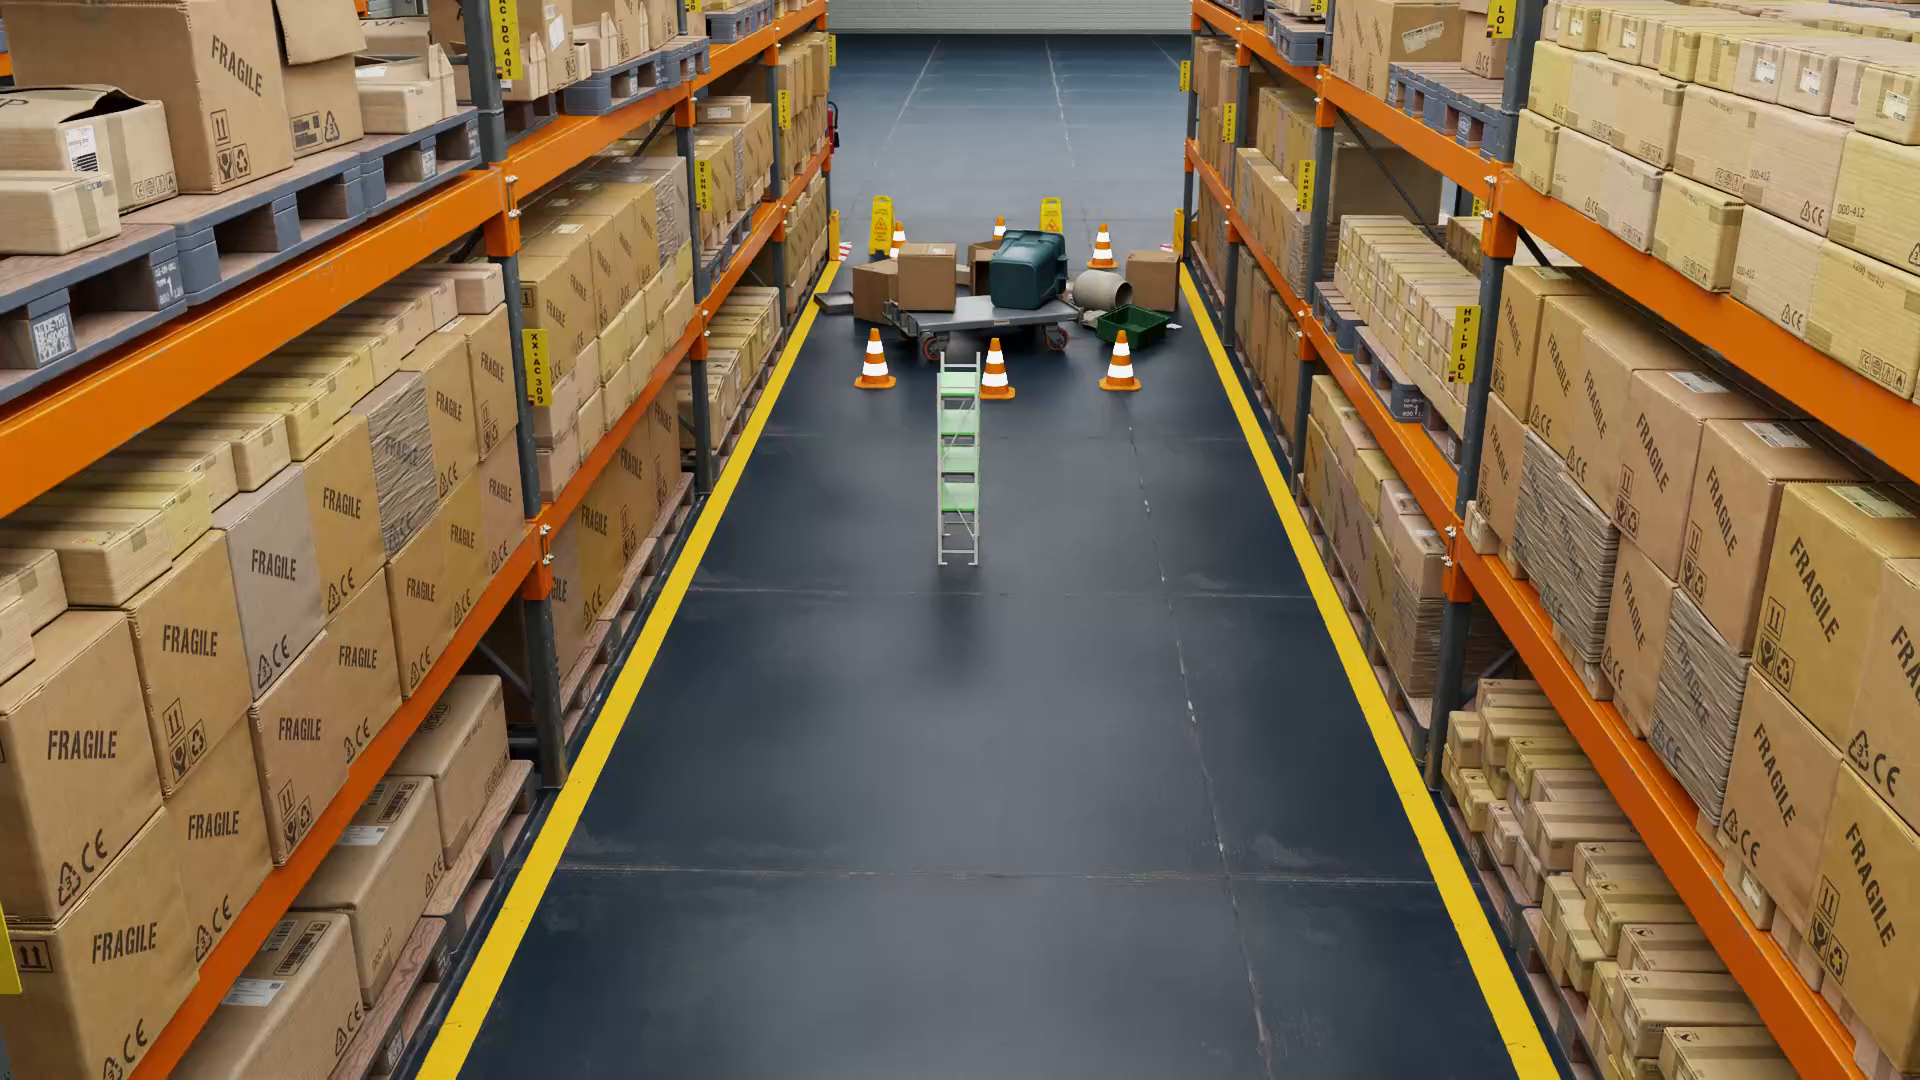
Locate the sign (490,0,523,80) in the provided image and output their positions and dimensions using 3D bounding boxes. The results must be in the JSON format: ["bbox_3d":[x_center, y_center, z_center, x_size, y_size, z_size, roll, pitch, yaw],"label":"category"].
[{"bbox_3d":[-1.759,-1.952,6.443,0.100,0.325,0.005,1,21,2],"label":"sign"}]

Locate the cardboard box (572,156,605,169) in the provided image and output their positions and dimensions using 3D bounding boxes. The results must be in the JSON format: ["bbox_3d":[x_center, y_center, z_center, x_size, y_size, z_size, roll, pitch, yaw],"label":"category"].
[{"bbox_3d":[-2.452,-2.065,10.183,0.500,0.500,0.500,0,21,0],"label":"cardboard box"}]

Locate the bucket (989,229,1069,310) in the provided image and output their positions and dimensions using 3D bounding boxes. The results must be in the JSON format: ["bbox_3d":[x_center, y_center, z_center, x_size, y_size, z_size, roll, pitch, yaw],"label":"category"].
[{"bbox_3d":[0.580,-2.413,15.026,0.726,0.611,0.620,8,33,20],"label":"bucket"}]

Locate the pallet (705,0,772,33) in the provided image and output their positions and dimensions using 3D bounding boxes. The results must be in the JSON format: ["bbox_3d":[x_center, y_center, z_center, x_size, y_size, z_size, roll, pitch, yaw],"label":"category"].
[{"bbox_3d":[-2.196,-4.263,13.482,1.213,0.211,1.003,1,21,2],"label":"pallet"}]

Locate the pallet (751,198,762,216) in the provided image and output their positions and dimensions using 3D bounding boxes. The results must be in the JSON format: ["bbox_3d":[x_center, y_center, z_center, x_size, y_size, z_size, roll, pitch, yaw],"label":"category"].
[{"bbox_3d":[-2.239,-2.810,13.889,1.003,0.211,1.213,1,21,2],"label":"pallet"}]

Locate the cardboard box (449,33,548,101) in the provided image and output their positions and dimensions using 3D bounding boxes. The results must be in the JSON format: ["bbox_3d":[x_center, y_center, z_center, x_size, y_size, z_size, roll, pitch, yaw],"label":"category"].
[{"bbox_3d":[-1.949,-1.990,6.970,0.396,0.266,0.258,0,21,1],"label":"cardboard box"}]

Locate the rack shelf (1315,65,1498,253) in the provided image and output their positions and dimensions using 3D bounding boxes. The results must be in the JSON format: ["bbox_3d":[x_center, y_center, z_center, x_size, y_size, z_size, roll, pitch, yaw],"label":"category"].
[{"bbox_3d":[2.698,-2.050,8.513,1.077,0.370,4.000,1,21,2],"label":"rack shelf"}]

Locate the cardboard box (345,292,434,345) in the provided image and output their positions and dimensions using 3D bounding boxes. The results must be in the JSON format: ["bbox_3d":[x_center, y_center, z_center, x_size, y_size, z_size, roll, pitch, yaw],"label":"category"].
[{"bbox_3d":[-2.139,-0.798,6.021,0.380,0.149,0.250,1,21,2],"label":"cardboard box"}]

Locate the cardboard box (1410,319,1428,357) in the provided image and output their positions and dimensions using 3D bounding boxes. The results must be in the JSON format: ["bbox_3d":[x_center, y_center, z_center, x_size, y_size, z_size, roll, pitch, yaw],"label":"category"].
[{"bbox_3d":[2.482,-1.005,8.328,0.380,0.149,0.250,0,21,-1],"label":"cardboard box"}]

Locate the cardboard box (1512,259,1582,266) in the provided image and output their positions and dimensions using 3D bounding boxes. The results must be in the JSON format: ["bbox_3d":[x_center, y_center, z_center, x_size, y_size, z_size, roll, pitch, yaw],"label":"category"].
[{"bbox_3d":[3.160,-1.416,8.976,0.380,0.149,0.250,2,21,4],"label":"cardboard box"}]

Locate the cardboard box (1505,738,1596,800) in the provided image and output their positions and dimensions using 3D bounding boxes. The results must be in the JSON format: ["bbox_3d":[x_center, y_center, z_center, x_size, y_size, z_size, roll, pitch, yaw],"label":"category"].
[{"bbox_3d":[2.393,0.906,6.586,0.380,0.149,0.250,0,21,1],"label":"cardboard box"}]

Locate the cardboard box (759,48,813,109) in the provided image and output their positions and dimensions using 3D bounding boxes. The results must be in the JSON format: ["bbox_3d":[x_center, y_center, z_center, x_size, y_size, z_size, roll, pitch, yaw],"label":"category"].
[{"bbox_3d":[-1.761,-4.348,15.656,0.700,0.500,0.500,0,21,0],"label":"cardboard box"}]

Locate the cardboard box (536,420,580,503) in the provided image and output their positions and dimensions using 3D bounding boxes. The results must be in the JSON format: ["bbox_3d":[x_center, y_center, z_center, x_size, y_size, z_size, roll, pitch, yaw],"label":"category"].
[{"bbox_3d":[-2.037,-0.368,7.537,0.500,0.250,0.500,0,21,0],"label":"cardboard box"}]

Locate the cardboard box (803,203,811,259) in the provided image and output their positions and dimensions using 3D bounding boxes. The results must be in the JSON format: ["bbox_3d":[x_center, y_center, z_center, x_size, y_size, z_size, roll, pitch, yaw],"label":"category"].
[{"bbox_3d":[-1.761,-3.029,16.373,0.500,0.500,0.500,2,21,4],"label":"cardboard box"}]

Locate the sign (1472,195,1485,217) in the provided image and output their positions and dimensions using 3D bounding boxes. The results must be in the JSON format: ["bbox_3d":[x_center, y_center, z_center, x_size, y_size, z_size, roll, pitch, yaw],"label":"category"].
[{"bbox_3d":[3.301,-2.210,10.587,0.100,0.325,0.005,1,21,2],"label":"sign"}]

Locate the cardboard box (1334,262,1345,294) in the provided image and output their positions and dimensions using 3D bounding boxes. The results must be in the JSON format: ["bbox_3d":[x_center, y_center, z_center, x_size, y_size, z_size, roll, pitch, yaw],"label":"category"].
[{"bbox_3d":[2.543,-1.629,10.347,0.380,0.149,0.250,0,21,1],"label":"cardboard box"}]

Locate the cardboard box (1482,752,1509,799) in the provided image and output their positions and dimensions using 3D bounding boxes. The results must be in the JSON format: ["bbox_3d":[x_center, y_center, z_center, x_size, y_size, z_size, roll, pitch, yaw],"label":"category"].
[{"bbox_3d":[2.388,0.951,6.880,0.380,0.149,0.250,1,21,2],"label":"cardboard box"}]

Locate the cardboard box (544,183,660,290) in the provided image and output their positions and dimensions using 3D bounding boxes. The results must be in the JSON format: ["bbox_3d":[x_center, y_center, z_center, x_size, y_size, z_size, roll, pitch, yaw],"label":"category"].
[{"bbox_3d":[-1.976,-1.686,9.206,0.500,0.500,0.500,1,21,2],"label":"cardboard box"}]

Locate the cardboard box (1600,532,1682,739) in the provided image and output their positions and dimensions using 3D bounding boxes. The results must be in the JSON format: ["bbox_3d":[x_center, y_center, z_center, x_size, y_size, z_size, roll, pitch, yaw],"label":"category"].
[{"bbox_3d":[2.324,0.282,5.105,0.500,0.500,0.500,2,21,4],"label":"cardboard box"}]

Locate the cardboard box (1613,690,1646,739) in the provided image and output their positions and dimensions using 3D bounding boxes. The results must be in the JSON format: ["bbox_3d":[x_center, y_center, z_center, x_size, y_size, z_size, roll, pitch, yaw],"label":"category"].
[{"bbox_3d":[2.348,0.527,5.373,0.380,0.149,0.250,1,21,4],"label":"cardboard box"}]

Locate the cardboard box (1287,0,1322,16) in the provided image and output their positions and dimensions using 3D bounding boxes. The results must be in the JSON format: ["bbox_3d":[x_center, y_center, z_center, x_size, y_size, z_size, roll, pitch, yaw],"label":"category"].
[{"bbox_3d":[2.490,-3.690,11.151,0.500,0.311,0.500,1,21,2],"label":"cardboard box"}]

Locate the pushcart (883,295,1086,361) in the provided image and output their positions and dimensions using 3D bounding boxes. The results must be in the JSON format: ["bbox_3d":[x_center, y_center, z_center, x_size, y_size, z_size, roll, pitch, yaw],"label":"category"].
[{"bbox_3d":[0.210,-1.944,15.019,1.648,0.377,0.936,-7,22,-17],"label":"pushcart"}]

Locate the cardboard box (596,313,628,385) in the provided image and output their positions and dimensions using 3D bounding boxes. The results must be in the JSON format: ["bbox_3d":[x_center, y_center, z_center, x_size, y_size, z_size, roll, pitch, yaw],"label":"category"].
[{"bbox_3d":[-1.989,-0.972,8.402,0.500,0.250,0.500,1,21,2],"label":"cardboard box"}]

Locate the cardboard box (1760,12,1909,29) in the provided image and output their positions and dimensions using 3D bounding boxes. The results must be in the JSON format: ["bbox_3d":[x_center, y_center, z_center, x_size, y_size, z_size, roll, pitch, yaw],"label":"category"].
[{"bbox_3d":[2.811,-1.617,5.367,0.380,0.149,0.250,1,21,4],"label":"cardboard box"}]

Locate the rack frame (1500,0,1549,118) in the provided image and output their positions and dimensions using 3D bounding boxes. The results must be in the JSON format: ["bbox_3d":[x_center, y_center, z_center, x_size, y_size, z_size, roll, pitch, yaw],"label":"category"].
[{"bbox_3d":[2.637,-3.060,5.976,1.000,3.000,0.127,1,21,2],"label":"rack frame"}]

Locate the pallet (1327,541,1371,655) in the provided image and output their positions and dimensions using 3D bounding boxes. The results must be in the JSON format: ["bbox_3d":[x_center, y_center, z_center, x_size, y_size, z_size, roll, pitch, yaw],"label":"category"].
[{"bbox_3d":[2.693,0.313,9.431,1.003,0.211,1.213,1,21,2],"label":"pallet"}]

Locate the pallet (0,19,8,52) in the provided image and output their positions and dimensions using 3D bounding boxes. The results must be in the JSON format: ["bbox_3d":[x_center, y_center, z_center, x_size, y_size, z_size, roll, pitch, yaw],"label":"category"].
[{"bbox_3d":[-7.222,-3.338,11.099,1.213,0.211,1.003,2,21,4],"label":"pallet"}]

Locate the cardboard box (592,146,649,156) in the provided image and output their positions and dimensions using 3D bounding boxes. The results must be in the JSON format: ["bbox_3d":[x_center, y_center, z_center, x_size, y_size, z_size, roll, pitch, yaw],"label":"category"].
[{"bbox_3d":[-2.452,-2.463,11.601,0.500,0.500,0.500,0,21,1],"label":"cardboard box"}]

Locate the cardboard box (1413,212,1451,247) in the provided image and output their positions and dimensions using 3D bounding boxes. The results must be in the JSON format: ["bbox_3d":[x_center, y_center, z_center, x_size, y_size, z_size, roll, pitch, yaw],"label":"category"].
[{"bbox_3d":[3.042,-1.916,11.181,0.500,0.500,0.500,1,21,2],"label":"cardboard box"}]

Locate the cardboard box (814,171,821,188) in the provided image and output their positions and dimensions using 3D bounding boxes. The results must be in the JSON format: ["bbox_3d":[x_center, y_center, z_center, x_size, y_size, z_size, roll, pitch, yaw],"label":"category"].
[{"bbox_3d":[-1.657,-3.760,17.360,0.380,0.149,0.250,1,21,3],"label":"cardboard box"}]

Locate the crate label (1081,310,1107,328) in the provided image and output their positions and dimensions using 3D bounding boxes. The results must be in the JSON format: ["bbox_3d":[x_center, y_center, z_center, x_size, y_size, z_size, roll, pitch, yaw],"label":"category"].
[{"bbox_3d":[1.299,-2.081,15.703,0.298,0.136,0.250,-16,26,-35],"label":"crate label"}]

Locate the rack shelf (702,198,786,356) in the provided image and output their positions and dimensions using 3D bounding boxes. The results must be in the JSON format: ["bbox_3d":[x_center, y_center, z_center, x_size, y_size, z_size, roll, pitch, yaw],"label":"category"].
[{"bbox_3d":[-2.131,-2.115,12.829,1.077,0.370,4.000,1,21,2],"label":"rack shelf"}]

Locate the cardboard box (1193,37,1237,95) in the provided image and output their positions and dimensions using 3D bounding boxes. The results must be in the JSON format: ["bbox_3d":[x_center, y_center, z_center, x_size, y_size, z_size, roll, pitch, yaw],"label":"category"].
[{"bbox_3d":[2.952,-5.042,17.677,0.875,0.550,0.550,1,21,2],"label":"cardboard box"}]

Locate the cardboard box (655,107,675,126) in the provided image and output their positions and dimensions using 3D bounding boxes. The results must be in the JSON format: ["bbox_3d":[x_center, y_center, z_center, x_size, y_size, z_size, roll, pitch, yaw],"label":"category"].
[{"bbox_3d":[-2.369,-3.297,12.854,0.380,0.149,0.250,2,21,5],"label":"cardboard box"}]

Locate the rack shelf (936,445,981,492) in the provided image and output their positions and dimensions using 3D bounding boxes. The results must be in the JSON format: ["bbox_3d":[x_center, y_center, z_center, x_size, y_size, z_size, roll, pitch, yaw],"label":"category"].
[{"bbox_3d":[-0.005,-0.440,10.181,0.258,0.148,0.480,1,21,2],"label":"rack shelf"}]

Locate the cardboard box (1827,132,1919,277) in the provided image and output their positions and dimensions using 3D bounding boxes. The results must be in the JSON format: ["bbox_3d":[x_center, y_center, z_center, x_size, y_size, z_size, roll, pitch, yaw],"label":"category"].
[{"bbox_3d":[2.289,-0.733,3.641,0.500,0.250,0.500,0,21,0],"label":"cardboard box"}]

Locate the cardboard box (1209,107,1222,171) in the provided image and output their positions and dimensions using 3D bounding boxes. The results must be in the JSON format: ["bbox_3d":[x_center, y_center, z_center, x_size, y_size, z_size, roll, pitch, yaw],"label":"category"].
[{"bbox_3d":[2.924,-3.945,16.343,0.875,0.550,0.500,1,21,2],"label":"cardboard box"}]

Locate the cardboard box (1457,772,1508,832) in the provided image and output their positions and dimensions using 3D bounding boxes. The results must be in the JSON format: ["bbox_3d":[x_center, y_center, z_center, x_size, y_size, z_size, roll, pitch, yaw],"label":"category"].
[{"bbox_3d":[2.297,1.094,6.923,0.380,0.149,0.250,1,21,3],"label":"cardboard box"}]

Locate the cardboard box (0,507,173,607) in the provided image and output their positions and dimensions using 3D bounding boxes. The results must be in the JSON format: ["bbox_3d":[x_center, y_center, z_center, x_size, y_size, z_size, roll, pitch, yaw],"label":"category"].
[{"bbox_3d":[-2.089,0.036,3.872,0.380,0.149,0.250,1,21,3],"label":"cardboard box"}]

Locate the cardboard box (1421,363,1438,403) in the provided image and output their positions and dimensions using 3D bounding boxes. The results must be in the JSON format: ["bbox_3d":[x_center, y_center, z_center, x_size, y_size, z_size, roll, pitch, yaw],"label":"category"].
[{"bbox_3d":[2.476,-0.763,8.114,0.380,0.149,0.250,0,21,-1],"label":"cardboard box"}]

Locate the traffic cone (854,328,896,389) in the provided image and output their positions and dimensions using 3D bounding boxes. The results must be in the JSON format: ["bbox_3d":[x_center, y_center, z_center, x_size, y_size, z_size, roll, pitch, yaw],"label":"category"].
[{"bbox_3d":[-0.709,-1.528,13.826,0.336,0.463,0.334,1,21,2],"label":"traffic cone"}]

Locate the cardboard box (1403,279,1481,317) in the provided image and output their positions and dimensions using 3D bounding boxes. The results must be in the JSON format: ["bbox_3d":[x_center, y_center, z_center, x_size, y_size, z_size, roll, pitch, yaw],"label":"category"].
[{"bbox_3d":[2.494,-1.238,8.517,0.380,0.149,0.250,0,21,-1],"label":"cardboard box"}]

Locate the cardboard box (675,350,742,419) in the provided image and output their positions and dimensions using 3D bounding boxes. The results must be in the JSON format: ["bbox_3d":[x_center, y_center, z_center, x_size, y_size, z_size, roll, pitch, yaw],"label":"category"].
[{"bbox_3d":[-2.151,-1.170,12.448,0.950,0.372,0.625,0,21,1],"label":"cardboard box"}]

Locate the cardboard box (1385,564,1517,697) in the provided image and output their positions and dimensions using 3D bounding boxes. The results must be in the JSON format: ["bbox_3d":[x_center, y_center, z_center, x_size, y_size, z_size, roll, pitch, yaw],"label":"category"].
[{"bbox_3d":[2.408,0.436,8.134,0.500,0.500,0.500,0,21,1],"label":"cardboard box"}]

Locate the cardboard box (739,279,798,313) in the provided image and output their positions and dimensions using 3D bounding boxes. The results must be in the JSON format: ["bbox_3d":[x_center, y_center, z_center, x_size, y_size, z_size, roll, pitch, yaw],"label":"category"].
[{"bbox_3d":[-1.783,-2.298,15.526,0.500,0.250,0.500,0,21,-1],"label":"cardboard box"}]

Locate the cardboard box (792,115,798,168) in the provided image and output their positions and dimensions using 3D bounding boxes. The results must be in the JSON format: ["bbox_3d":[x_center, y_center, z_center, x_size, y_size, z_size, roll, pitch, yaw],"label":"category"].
[{"bbox_3d":[-1.787,-3.697,15.361,0.500,0.500,0.500,1,21,1],"label":"cardboard box"}]

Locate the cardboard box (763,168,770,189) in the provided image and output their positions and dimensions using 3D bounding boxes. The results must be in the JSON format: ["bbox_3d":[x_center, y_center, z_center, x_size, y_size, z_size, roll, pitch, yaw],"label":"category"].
[{"bbox_3d":[-1.810,-3.064,14.045,0.380,0.149,0.250,1,21,2],"label":"cardboard box"}]

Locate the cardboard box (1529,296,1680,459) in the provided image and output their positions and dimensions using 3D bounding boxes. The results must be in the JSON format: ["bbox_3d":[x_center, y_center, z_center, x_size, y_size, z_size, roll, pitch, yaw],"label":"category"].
[{"bbox_3d":[2.379,-0.567,5.912,0.500,0.500,0.500,0,21,0],"label":"cardboard box"}]

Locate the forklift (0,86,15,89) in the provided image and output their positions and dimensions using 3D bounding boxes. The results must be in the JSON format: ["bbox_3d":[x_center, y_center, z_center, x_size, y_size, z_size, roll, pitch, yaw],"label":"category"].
[{"bbox_3d":[-4.885,-1.035,9.145,1.130,2.935,3.031,0,21,0],"label":"forklift"}]

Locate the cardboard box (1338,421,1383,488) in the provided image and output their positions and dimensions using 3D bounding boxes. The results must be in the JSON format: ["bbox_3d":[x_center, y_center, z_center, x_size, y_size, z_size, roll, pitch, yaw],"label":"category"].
[{"bbox_3d":[2.452,-0.481,9.460,0.500,0.250,0.500,1,21,2],"label":"cardboard box"}]

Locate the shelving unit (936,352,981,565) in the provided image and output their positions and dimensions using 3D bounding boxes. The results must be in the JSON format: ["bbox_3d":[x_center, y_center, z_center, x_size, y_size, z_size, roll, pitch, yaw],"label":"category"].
[{"bbox_3d":[-0.005,-0.500,10.158,0.258,1.200,0.503,1,21,2],"label":"shelving unit"}]

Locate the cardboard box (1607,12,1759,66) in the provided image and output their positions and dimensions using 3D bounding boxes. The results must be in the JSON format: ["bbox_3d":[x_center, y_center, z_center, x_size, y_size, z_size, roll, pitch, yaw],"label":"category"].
[{"bbox_3d":[2.340,-1.626,5.390,0.380,0.149,0.250,0,21,0],"label":"cardboard box"}]

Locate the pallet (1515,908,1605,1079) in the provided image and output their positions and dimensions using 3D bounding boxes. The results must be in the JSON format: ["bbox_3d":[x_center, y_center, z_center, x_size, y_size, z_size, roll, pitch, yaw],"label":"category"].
[{"bbox_3d":[2.618,1.722,5.799,1.003,0.211,1.213,1,21,2],"label":"pallet"}]

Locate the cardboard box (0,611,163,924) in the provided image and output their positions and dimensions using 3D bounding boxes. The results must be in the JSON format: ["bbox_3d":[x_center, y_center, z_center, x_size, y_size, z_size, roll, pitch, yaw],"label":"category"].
[{"bbox_3d":[-2.136,0.482,3.621,0.500,0.500,0.500,0,21,0],"label":"cardboard box"}]

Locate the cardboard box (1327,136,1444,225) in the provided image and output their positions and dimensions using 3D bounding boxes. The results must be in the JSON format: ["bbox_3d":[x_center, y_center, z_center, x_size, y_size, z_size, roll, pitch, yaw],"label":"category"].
[{"bbox_3d":[2.782,-2.385,11.008,0.700,0.500,0.500,1,21,1],"label":"cardboard box"}]
